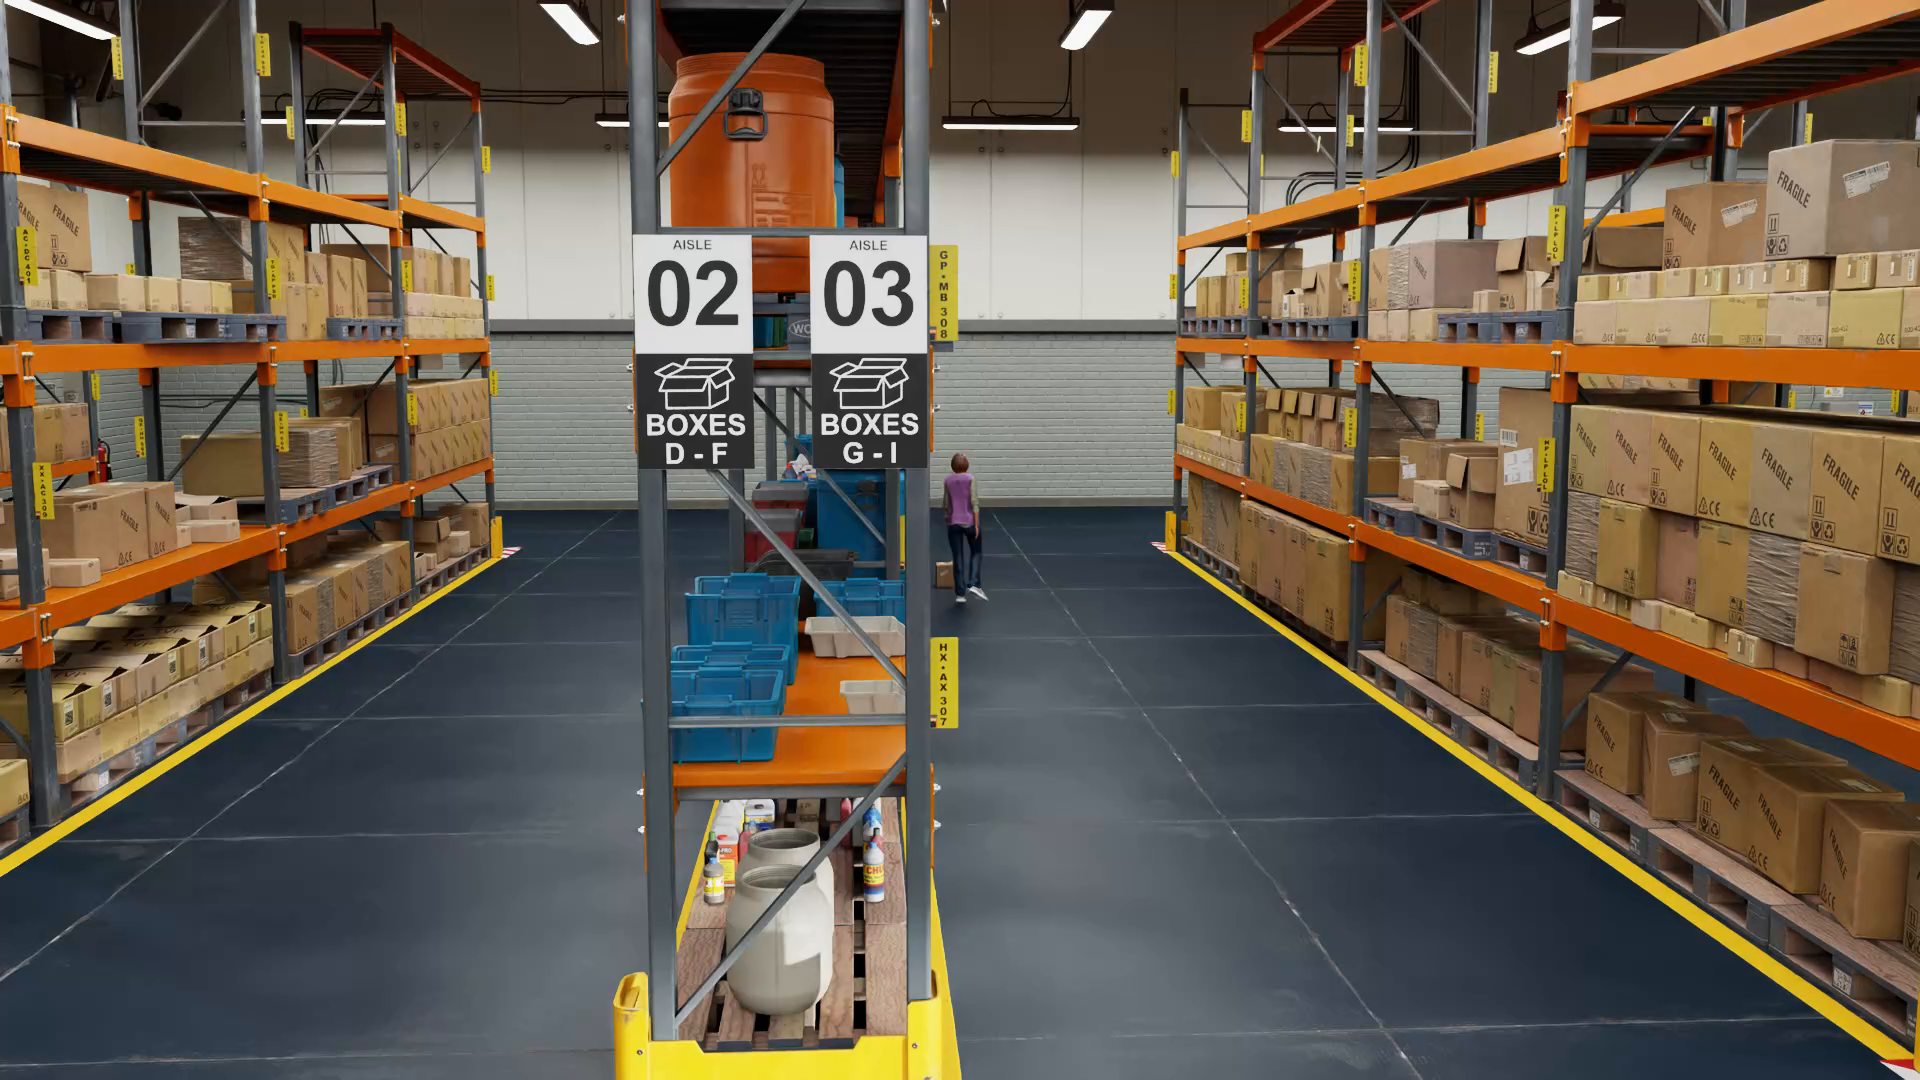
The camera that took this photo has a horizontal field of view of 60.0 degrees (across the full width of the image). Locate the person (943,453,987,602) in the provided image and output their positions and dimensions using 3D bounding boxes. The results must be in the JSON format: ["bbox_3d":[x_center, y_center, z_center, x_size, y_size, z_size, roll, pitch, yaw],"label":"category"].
[{"bbox_3d":[0.038,-0.130,17.677,0.482,1.581,0.506,1,7,9],"label":"person"}]
